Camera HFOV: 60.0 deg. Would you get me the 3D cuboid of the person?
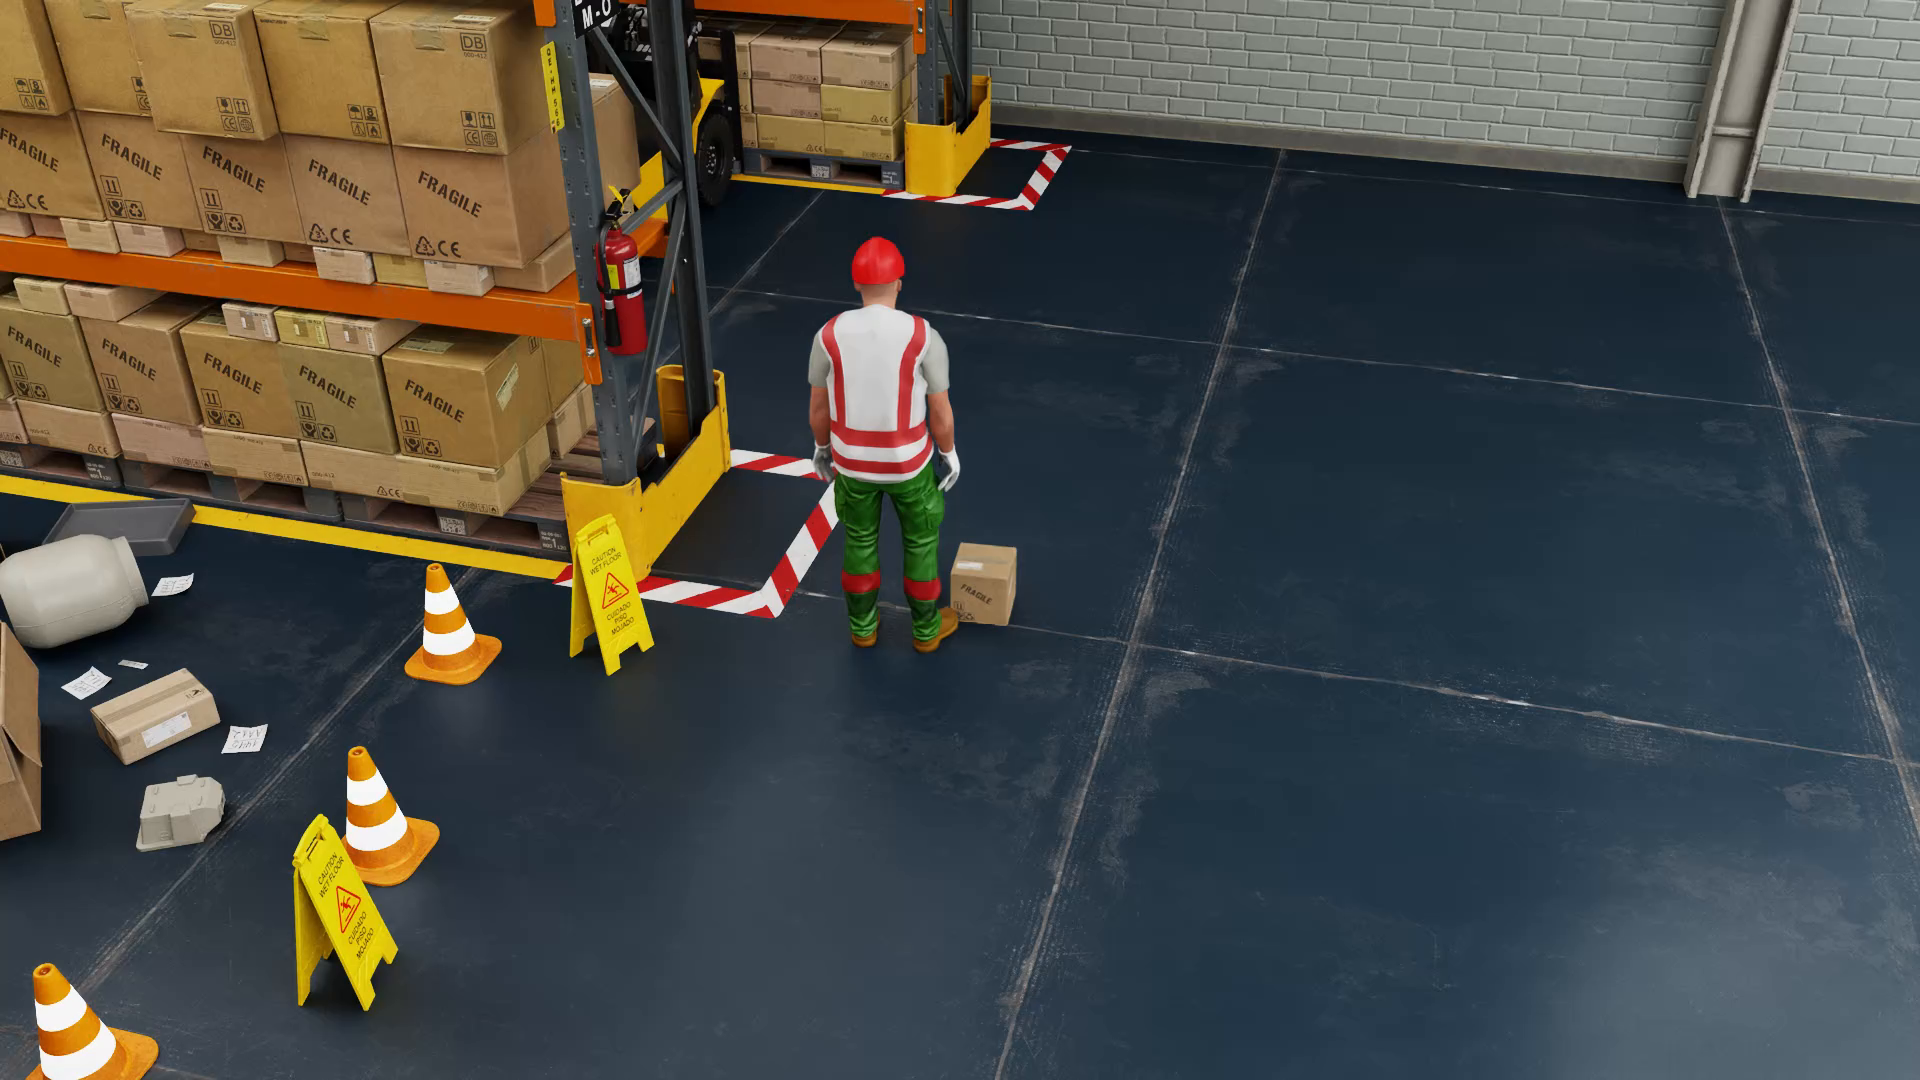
[{"bbox_3d":[-0.298,-0.344,6.666,0.601,1.777,0.452,5,33,8],"label":"person"}]
